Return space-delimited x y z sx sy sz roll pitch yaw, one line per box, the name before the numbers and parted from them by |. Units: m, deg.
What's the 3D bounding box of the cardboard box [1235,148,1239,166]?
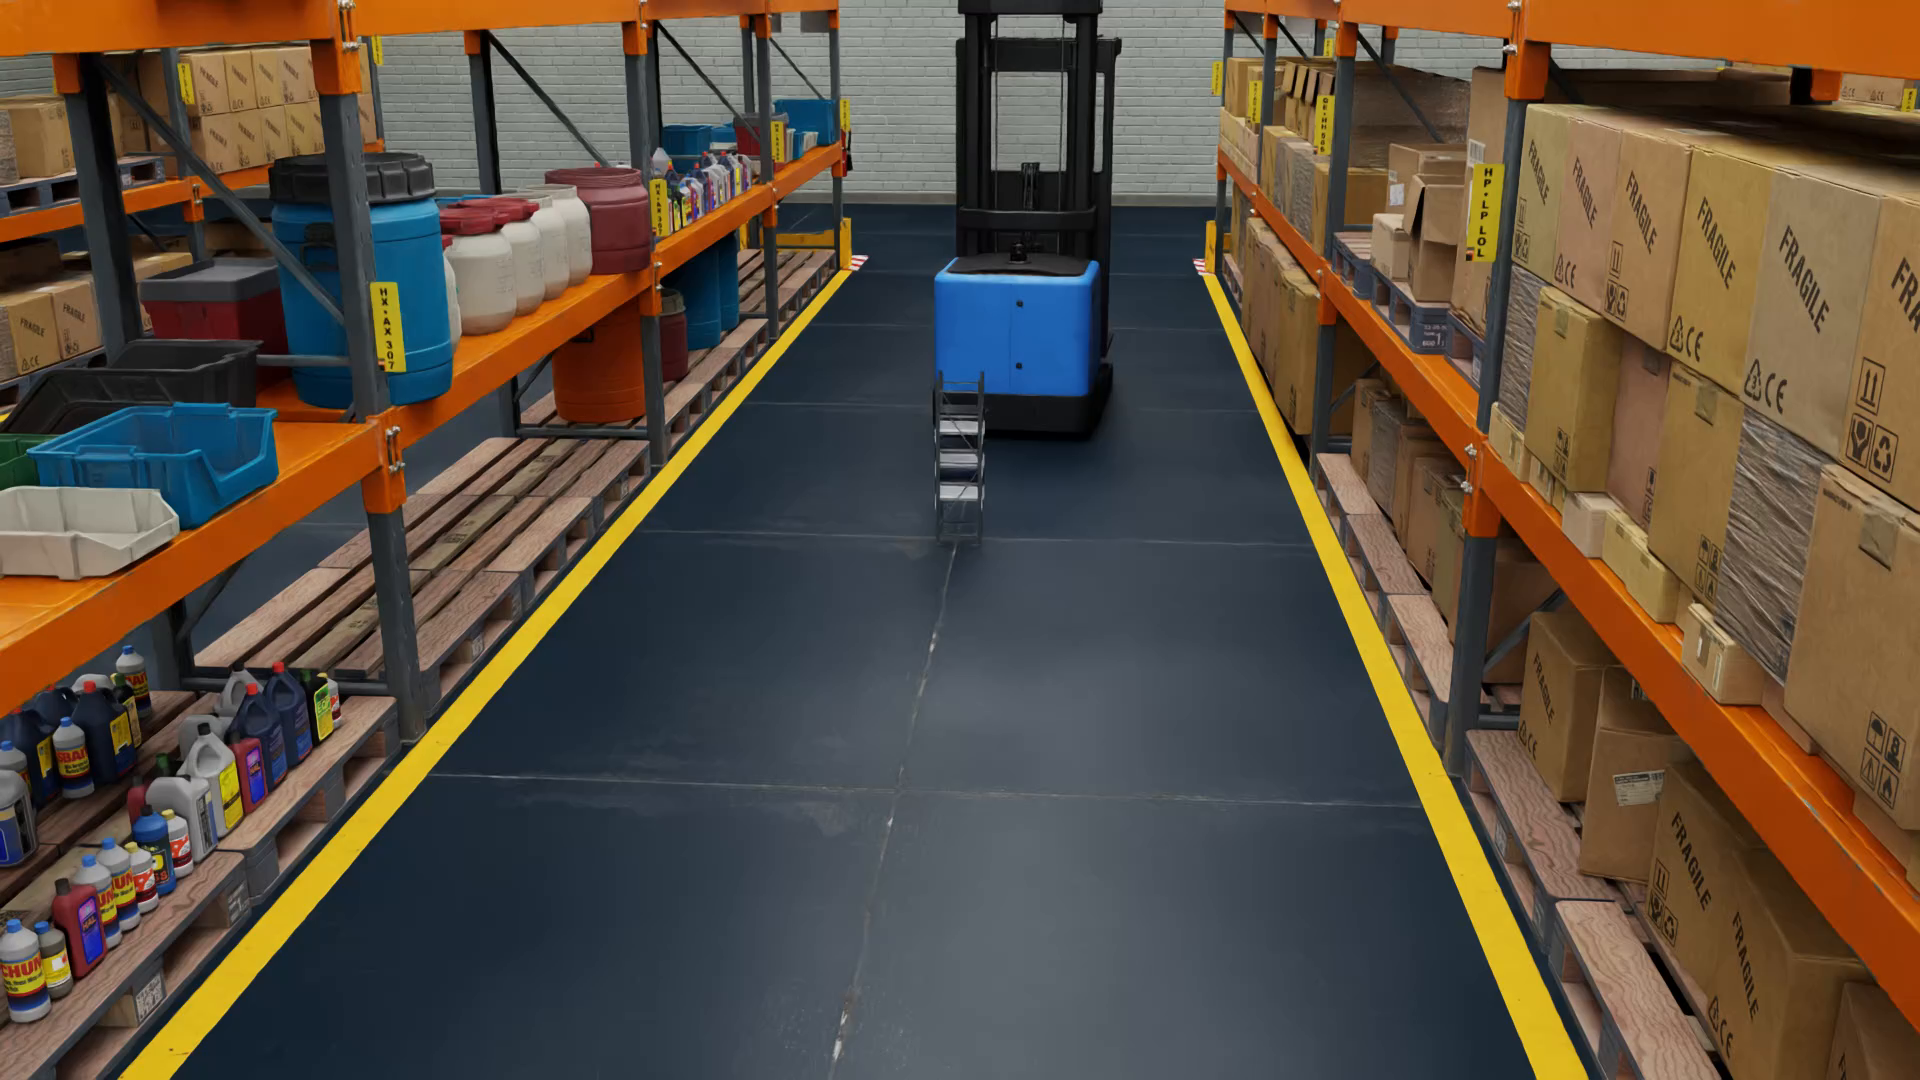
cardboard box | 2.706 -3.488 15.154 0.380 0.149 0.250 2 18 5

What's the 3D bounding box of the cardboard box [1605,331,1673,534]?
cardboard box | 2.226 -0.281 4.325 0.875 0.500 0.500 1 18 4

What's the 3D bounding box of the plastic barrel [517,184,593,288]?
plastic barrel | -2.188 -1.624 8.883 0.421 0.512 0.421 0 18 0

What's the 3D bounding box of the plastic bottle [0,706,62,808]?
plastic bottle | -3.099 0.697 5.527 0.144 0.351 0.185 1 18 2

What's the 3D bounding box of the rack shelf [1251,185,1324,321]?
rack shelf | 2.757 -2.064 11.560 1.077 0.370 4.000 1 18 4

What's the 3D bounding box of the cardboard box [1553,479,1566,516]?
cardboard box | 1.981 -0.130 4.905 0.380 0.149 0.250 1 18 4

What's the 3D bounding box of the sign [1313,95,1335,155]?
sign | 2.059 -2.346 9.407 0.100 0.325 0.005 1 18 4

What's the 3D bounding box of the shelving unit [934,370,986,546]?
shelving unit | 0.001 -0.430 8.791 0.258 0.900 0.210 1 18 4

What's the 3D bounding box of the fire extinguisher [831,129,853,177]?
fire extinguisher | -1.289 -4.203 17.655 0.296 0.674 0.183 1 18 4

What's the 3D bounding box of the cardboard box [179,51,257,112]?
cardboard box | -6.630 -4.072 14.768 0.500 0.500 0.500 1 18 2

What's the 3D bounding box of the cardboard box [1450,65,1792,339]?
cardboard box | 2.523 -1.271 6.346 1.000 1.000 1.000 1 18 4

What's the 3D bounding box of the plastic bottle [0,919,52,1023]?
plastic bottle | -2.460 1.121 4.361 0.097 0.271 0.097 0 18 0

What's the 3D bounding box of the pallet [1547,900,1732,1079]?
pallet | 2.229 1.372 4.397 1.003 0.211 1.213 1 18 4

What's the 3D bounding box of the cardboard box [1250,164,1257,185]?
cardboard box | 2.595 -3.010 13.694 0.380 0.149 0.250 1 18 4

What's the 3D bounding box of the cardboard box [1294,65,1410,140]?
cardboard box | 2.802 -3.140 11.917 0.797 0.503 0.637 1 18 5

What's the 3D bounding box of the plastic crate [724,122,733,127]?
plastic crate | -2.147 -4.055 16.654 0.416 0.233 0.300 1 18 4

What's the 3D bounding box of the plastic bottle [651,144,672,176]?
plastic bottle | -2.392 -3.000 13.339 0.144 0.351 0.185 1 18 4

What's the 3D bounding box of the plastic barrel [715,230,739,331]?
plastic barrel | -2.096 -2.171 13.428 0.600 0.901 0.708 1 18 4

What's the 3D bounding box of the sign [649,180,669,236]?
sign | -1.778 -1.963 9.834 0.100 0.325 0.005 1 18 4

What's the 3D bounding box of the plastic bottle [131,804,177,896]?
plastic bottle | -2.414 0.920 4.973 0.097 0.271 0.097 0 18 0

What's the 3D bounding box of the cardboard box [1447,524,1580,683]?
cardboard box | 2.392 0.246 6.663 0.700 0.500 0.500 0 18 0

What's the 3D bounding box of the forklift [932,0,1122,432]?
forklift | 0.554 -2.510 11.876 1.130 2.935 3.031 3 18 8

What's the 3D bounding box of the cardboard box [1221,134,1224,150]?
cardboard box | 2.815 -3.967 16.617 0.380 0.149 0.250 1 18 3

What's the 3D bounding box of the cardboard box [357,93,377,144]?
cardboard box | -6.455 -4.394 17.355 0.500 0.500 0.500 2 18 6

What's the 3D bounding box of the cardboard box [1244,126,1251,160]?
cardboard box | 2.704 -3.401 14.248 0.500 0.250 0.500 2 18 6

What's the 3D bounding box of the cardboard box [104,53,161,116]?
cardboard box | -7.203 -3.935 14.348 0.500 0.500 0.500 1 18 4

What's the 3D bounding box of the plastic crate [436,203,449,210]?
plastic crate | -2.748 -1.431 8.369 0.402 0.464 0.583 1 18 4

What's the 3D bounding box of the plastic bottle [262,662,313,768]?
plastic bottle | -2.373 0.603 5.813 0.144 0.351 0.185 1 18 2

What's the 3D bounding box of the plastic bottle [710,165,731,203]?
plastic bottle | -1.809 -2.679 12.481 0.152 0.276 0.135 1 18 4

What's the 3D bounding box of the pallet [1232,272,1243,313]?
pallet | 3.117 -2.316 15.653 1.003 0.211 1.213 1 18 4

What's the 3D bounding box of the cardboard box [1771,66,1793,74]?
cardboard box | 7.740 -4.340 15.106 0.500 0.500 0.500 1 18 3

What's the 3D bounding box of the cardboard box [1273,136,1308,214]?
cardboard box | 2.546 -2.626 11.959 0.500 0.500 0.500 1 18 3

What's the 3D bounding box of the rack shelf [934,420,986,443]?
rack shelf | 0.001 -0.570 8.745 0.258 0.077 0.200 1 18 4

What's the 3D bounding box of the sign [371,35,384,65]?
sign | -6.142 -5.174 17.528 0.100 0.325 0.005 1 18 4

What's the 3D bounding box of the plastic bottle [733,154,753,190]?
plastic bottle | -1.746 -2.949 13.305 0.152 0.276 0.135 1 18 4

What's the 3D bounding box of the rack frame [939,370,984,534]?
rack frame | 0.008 -0.462 8.887 0.240 0.900 0.006 1 18 4

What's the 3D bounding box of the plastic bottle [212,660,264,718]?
plastic bottle | -2.516 0.600 5.822 0.144 0.351 0.185 1 18 4

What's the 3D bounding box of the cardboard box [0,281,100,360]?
cardboard box | -6.845 -1.644 12.430 0.500 0.500 0.500 1 18 2

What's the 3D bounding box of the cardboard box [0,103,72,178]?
cardboard box | -7.046 -2.946 12.263 0.700 0.500 0.500 -3 18 -10

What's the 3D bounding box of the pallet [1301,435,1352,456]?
pallet | 2.745 -0.703 10.729 1.003 0.211 1.213 1 18 4

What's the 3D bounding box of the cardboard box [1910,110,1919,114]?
cardboard box | 7.353 -3.136 12.449 0.380 0.149 0.250 2 18 7

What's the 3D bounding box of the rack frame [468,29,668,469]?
rack frame | -2.327 -1.895 9.890 1.000 3.000 0.127 1 18 4

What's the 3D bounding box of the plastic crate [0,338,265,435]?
plastic crate | -2.778 -0.464 5.621 0.767 0.338 0.504 1 18 4

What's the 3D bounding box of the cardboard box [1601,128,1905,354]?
cardboard box | 1.970 -0.762 4.187 0.500 0.500 0.500 1 18 4

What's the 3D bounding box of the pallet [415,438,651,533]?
pallet | -2.421 -0.331 9.593 1.003 0.211 1.213 1 18 4

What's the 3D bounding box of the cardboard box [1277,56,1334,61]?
cardboard box | 3.414 -4.539 16.516 0.500 0.500 0.500 2 18 5

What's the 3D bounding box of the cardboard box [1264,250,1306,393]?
cardboard box | 2.755 -1.465 11.315 1.225 0.875 0.875 1 18 4

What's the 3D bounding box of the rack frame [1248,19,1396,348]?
rack frame | 2.900 -3.027 13.344 1.000 3.000 0.127 1 18 4

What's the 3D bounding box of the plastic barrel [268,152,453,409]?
plastic barrel | -2.284 -1.004 6.366 0.600 0.901 0.708 1 18 4

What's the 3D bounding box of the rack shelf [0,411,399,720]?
rack shelf | -2.757 0.310 4.315 1.077 0.370 4.000 1 18 4

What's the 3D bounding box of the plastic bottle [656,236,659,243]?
plastic bottle | -1.938 -1.997 10.406 0.097 0.271 0.097 0 18 0

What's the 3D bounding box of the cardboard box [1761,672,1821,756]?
cardboard box | 1.927 0.338 3.479 0.380 0.149 0.250 1 18 4

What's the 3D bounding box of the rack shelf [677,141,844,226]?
rack shelf | -1.897 -3.417 15.689 1.077 0.370 4.000 1 18 4

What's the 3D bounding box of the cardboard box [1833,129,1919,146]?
cardboard box | 2.497 -0.750 4.151 0.500 0.500 0.500 1 18 4

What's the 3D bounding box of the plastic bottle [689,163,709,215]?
plastic bottle | -1.859 -2.479 11.752 0.144 0.351 0.185 1 18 4

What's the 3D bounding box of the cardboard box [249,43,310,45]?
cardboard box | -6.989 -4.882 17.240 0.500 0.500 0.500 2 18 6

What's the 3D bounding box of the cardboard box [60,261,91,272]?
cardboard box | -7.286 -1.960 13.395 0.500 0.500 0.500 2 18 5

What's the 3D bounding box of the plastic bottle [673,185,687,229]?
plastic bottle | -1.869 -2.223 11.078 0.061 0.283 0.133 1 18 4
